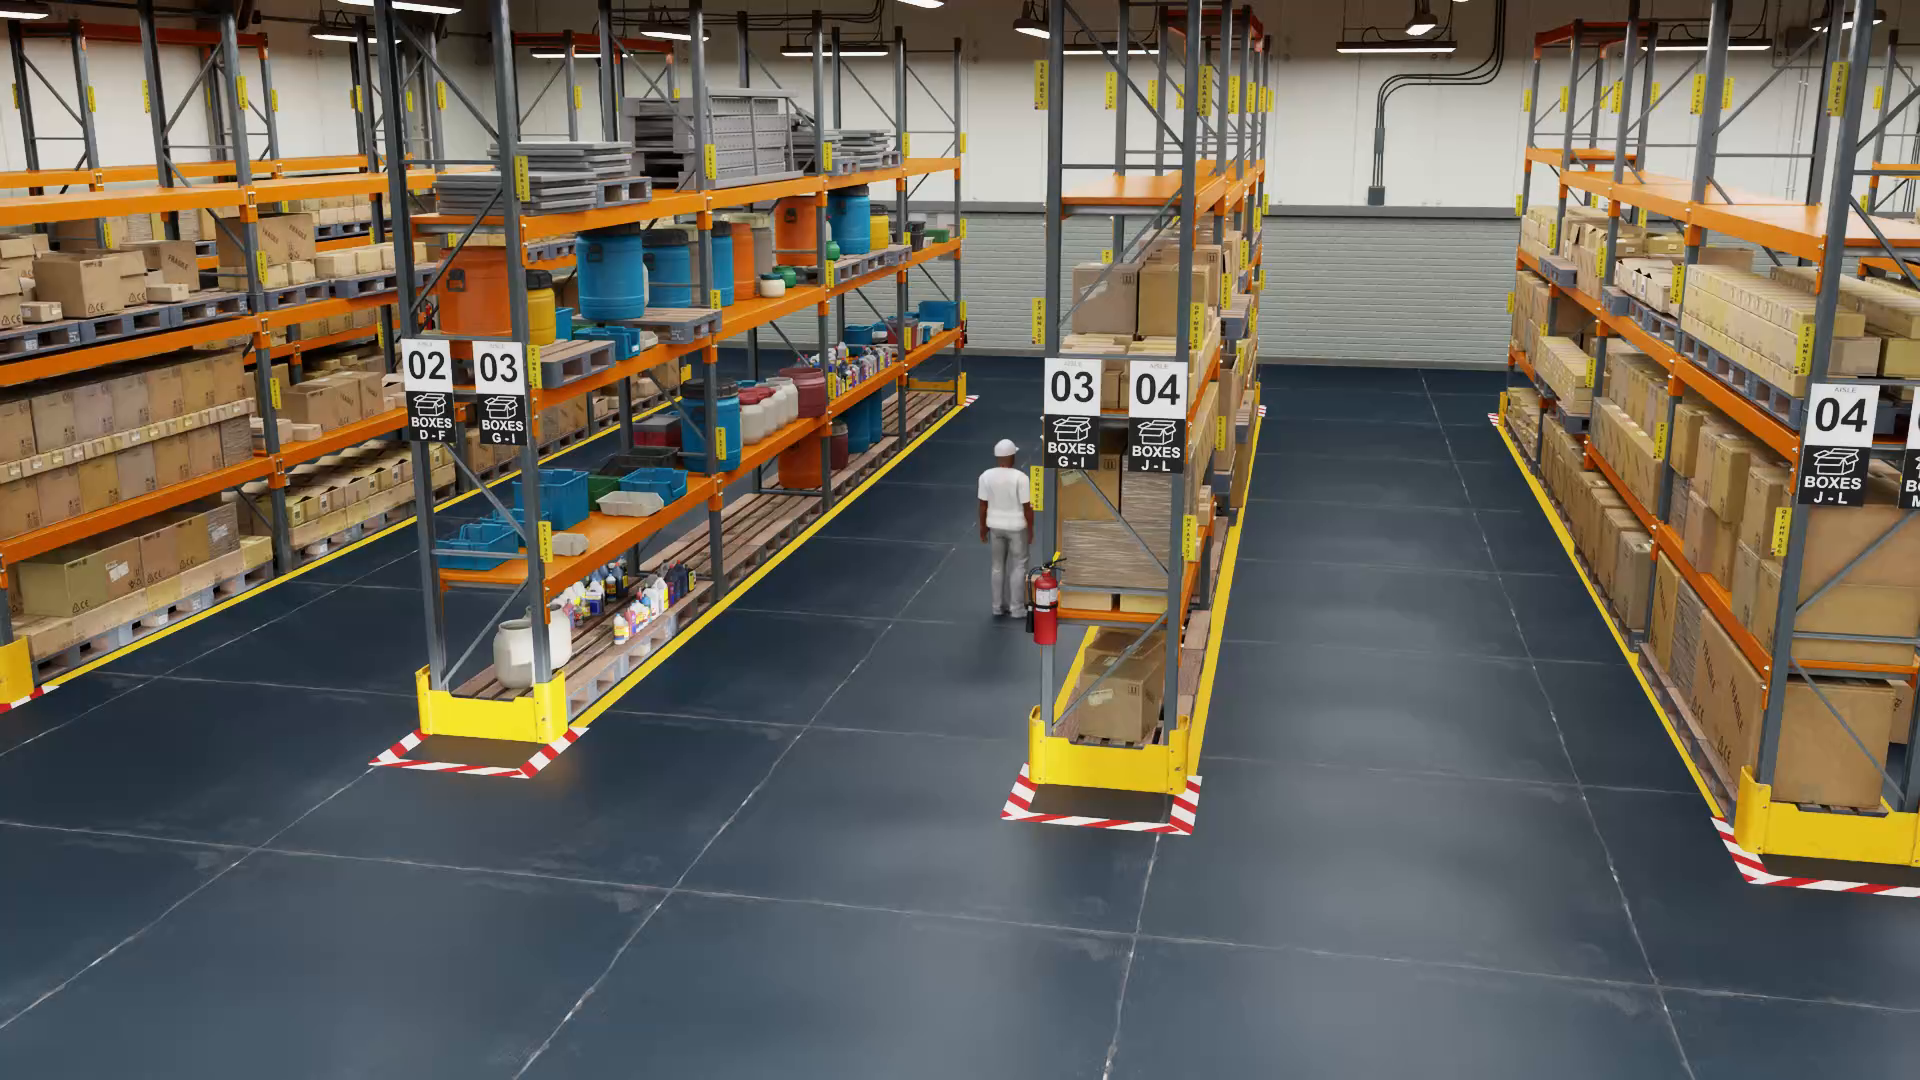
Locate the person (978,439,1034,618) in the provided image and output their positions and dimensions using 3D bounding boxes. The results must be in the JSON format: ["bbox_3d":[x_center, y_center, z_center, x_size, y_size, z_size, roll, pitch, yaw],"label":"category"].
[{"bbox_3d":[0.465,-0.115,16.405,0.583,1.788,0.370,7,16,24],"label":"person"}]
